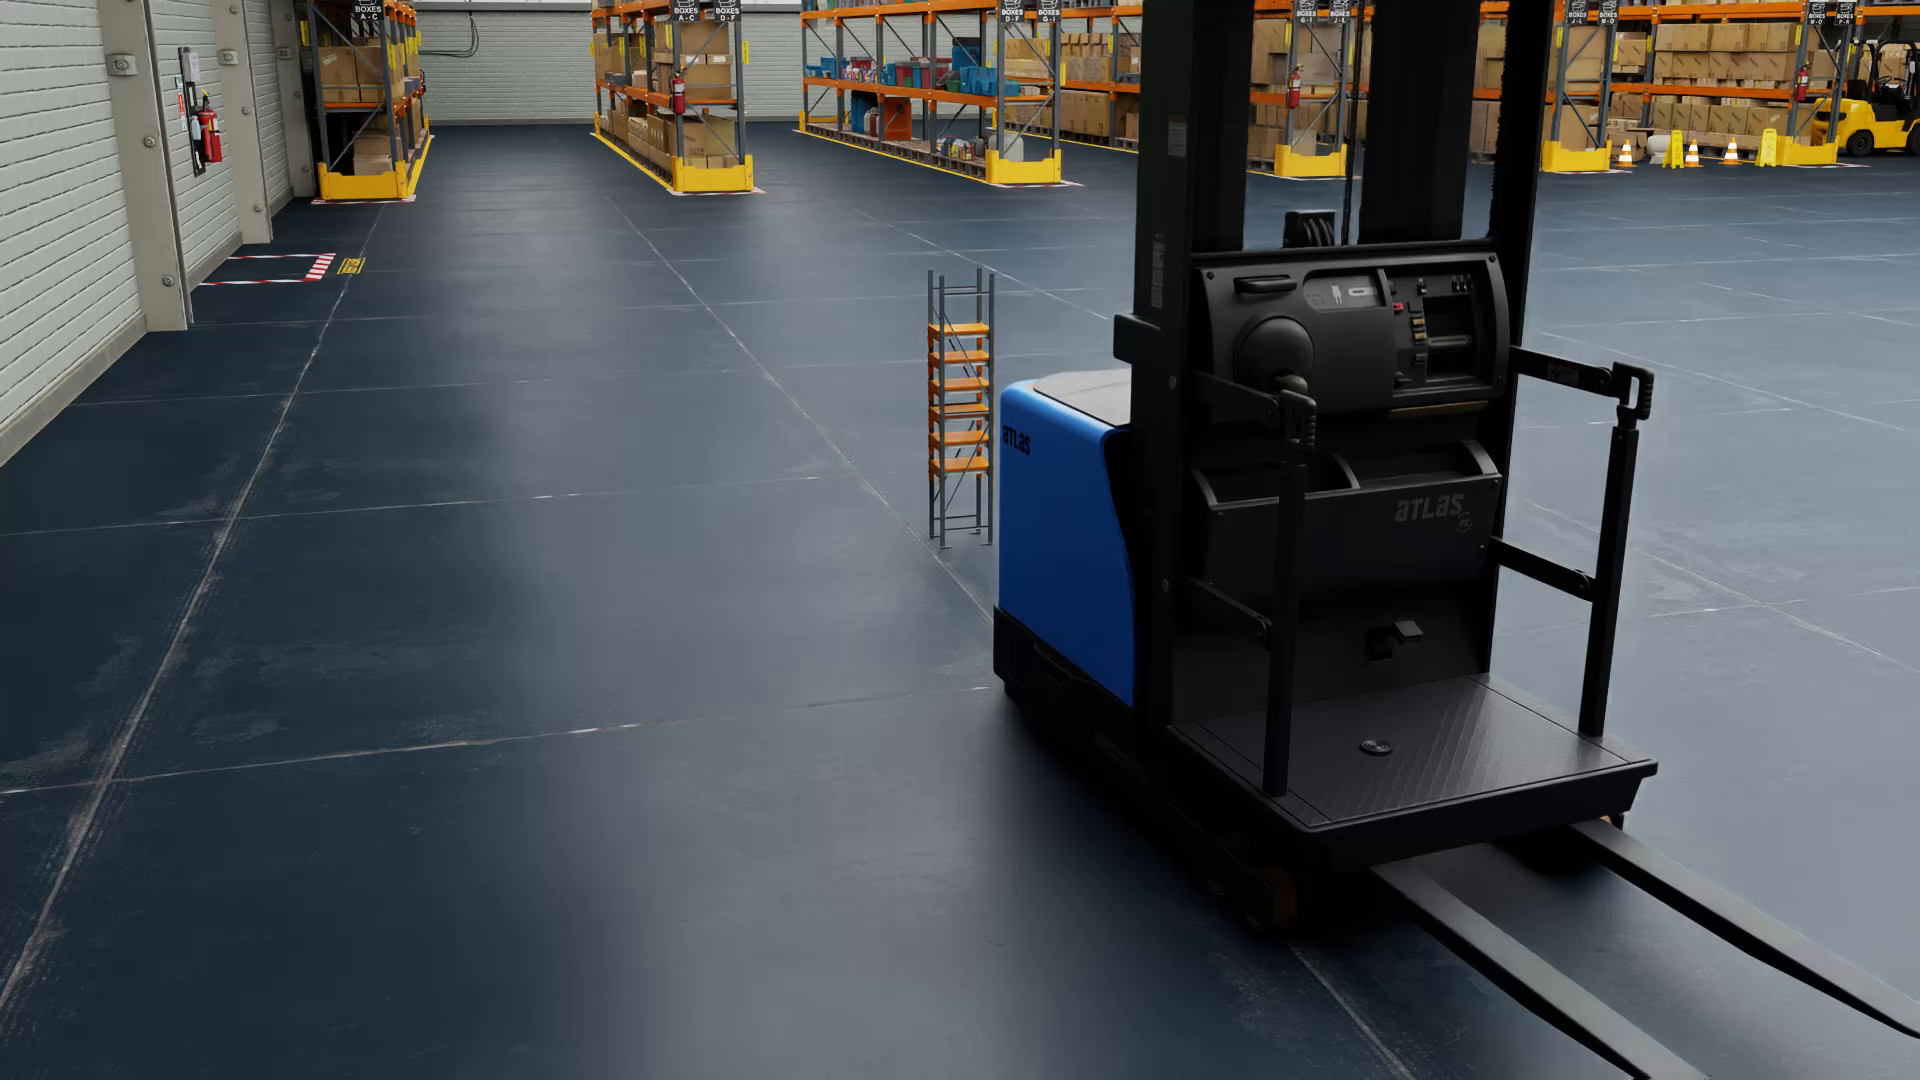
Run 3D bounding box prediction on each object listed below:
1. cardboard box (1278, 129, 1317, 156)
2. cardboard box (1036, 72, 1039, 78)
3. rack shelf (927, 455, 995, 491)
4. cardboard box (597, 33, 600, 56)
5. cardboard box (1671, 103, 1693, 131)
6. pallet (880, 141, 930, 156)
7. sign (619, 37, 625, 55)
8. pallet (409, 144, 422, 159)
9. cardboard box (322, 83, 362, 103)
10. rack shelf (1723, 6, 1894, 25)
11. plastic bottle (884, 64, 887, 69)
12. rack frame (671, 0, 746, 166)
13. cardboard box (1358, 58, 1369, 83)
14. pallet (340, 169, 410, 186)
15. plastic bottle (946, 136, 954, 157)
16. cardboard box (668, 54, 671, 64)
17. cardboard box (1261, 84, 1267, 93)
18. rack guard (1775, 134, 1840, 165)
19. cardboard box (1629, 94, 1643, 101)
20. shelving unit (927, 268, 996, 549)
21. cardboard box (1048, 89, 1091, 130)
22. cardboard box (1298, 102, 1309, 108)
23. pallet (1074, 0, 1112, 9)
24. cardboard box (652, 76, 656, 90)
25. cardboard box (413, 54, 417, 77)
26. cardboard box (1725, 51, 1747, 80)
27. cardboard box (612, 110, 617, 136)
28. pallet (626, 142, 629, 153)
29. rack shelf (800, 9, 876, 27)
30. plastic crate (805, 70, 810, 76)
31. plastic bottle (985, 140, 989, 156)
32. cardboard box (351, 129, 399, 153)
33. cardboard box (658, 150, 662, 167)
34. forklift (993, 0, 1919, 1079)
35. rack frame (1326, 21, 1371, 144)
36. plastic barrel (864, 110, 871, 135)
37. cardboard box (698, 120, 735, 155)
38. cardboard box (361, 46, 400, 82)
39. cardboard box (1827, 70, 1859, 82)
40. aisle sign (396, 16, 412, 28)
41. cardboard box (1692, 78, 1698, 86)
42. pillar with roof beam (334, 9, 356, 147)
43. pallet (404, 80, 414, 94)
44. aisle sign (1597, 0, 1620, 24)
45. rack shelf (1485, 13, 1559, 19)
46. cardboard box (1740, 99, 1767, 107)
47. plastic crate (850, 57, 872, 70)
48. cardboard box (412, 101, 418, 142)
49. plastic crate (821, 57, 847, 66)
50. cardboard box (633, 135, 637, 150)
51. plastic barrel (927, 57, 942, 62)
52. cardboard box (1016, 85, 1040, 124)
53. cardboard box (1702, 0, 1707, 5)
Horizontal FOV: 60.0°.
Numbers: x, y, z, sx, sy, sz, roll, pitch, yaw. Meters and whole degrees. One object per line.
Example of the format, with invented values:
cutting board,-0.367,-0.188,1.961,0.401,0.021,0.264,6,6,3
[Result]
cardboard box,5.671,-6.650,27.992,0.500,0.500,0.500,-1,17,-5
cardboard box,1.989,-10.872,38.867,0.380,0.149,0.250,-5,17,-16
rack shelf,0.004,-0.298,7.348,0.258,0.103,0.180,-5,17,-15
cardboard box,-7.944,-11.216,37.665,0.500,0.500,0.500,-4,17,-14
cardboard box,14.317,-8.274,32.528,0.500,0.500,0.500,-4,17,-13
pallet,-0.958,-7.740,32.854,1.003,0.211,1.213,-5,17,-15
sign,-6.417,-9.374,31.569,0.100,0.325,0.005,-5,17,-15
pallet,-10.804,-7.399,31.716,1.003,0.211,1.213,-5,17,-15
cardboard box,-8.776,-6.349,23.600,0.500,0.250,0.500,-4,17,-14
rack shelf,18.478,-11.401,36.228,1.077,0.370,4.000,-5,17,-15
plastic bottle,-1.615,-10.097,35.936,0.144,0.351,0.185,-5,17,-15
rack frame,-3.699,-6.690,24.509,1.000,3.000,0.127,-5,17,-15
cardboard box,8.569,-9.671,34.261,0.500,0.500,0.500,-5,17,-15
pallet,-9.003,-5.547,25.552,1.003,0.211,1.213,-5,17,-15
plastic bottle,-0.160,-6.821,28.784,0.144,0.351,0.185,-5,18,-18
cardboard box,-4.345,-7.497,25.895,0.380,0.149,0.250,-4,17,-14
cardboard box,5.310,-7.619,28.038,0.380,0.149,0.250,-5,17,-15
rack guard,15.334,-7.079,30.151,1.175,0.500,0.348,-5,17,-15
cardboard box,16.904,-11.022,41.419,0.380,0.149,0.250,-6,18,-18
shelving unit,0.004,-0.571,7.266,0.258,1.200,0.189,-5,17,-15
cardboard box,2.724,-9.799,37.824,1.225,0.875,0.875,-5,17,-15
cardboard box,7.836,-9.719,36.906,0.500,0.250,0.500,-4,17,-14
pallet,3.090,-11.514,35.683,1.003,0.211,1.213,-4,17,-13
cardboard box,-5.217,-7.961,28.973,0.396,0.266,0.258,-5,17,-17
cardboard box,-11.892,-9.911,34.713,0.980,0.700,0.700,-4,17,-14
cardboard box,14.674,-8.852,31.015,0.500,0.500,0.500,-5,17,-16
cardboard box,-7.098,-8.870,35.346,0.500,0.500,0.500,-6,18,-18
pallet,-6.066,-7.777,32.974,1.003,0.211,1.213,-5,17,-15
rack shelf,-2.783,-12.045,38.373,1.077,0.370,4.000,-5,17,-15
plastic crate,-3.573,-11.219,39.941,0.250,0.136,0.298,-5,17,-15
plastic bottle,0.469,-6.784,28.778,0.061,0.283,0.133,-5,17,-15
cardboard box,-9.779,-6.619,27.855,0.700,0.500,0.500,-4,17,-13
cardboard box,-4.554,-6.113,26.638,0.500,0.250,0.500,-5,17,-15
forklift,1.136,-0.557,4.211,1.130,2.935,3.031,-7,18,-21
rack frame,8.425,-10.049,35.692,1.000,3.000,0.127,-5,17,-15
plastic barrel,-1.836,-8.898,35.456,0.421,0.512,0.421,0,17,0
cardboard box,-3.772,-6.237,25.749,0.500,0.500,0.500,-5,17,-15
cardboard box,-8.565,-7.031,24.567,0.500,0.500,0.500,-5,18,-17
cardboard box,18.638,-9.802,35.131,0.500,0.250,0.500,-4,17,-14
aisle sign,-12.589,-12.012,37.707,0.394,0.787,0.004,-5,17,-15
cardboard box,14.394,-8.850,32.137,0.380,0.149,0.250,-5,17,-16
pillar with roof beam,-8.644,-12.955,34.939,9.100,9.000,0.400,-5,17,-15
pallet,-9.630,-7.535,27.655,1.003,0.211,1.213,-5,17,-15
aisle sign,10.932,-9.085,27.965,0.394,0.787,0.004,-5,17,-15
rack shelf,12.607,-12.114,38.602,1.077,0.370,4.000,-5,17,-15
cardboard box,14.719,-8.107,30.845,0.380,0.149,0.250,-4,17,-14
plastic crate,-2.237,-10.726,37.730,0.402,0.464,0.583,-5,17,-15
cardboard box,-10.970,-8.138,32.337,0.750,0.750,0.750,-5,17,-16
plastic crate,-3.061,-11.474,40.270,0.616,0.435,0.499,-5,17,-15
cardboard box,-5.748,-7.337,30.712,0.500,0.250,0.500,-5,17,-17
plastic barrel,-0.407,-8.857,31.486,0.433,0.535,0.433,0,17,0
cardboard box,1.933,-10.659,40.686,0.875,0.875,0.875,-5,17,-15
cardboard box,14.392,-10.289,31.713,0.380,0.149,0.250,-5,18,-17
